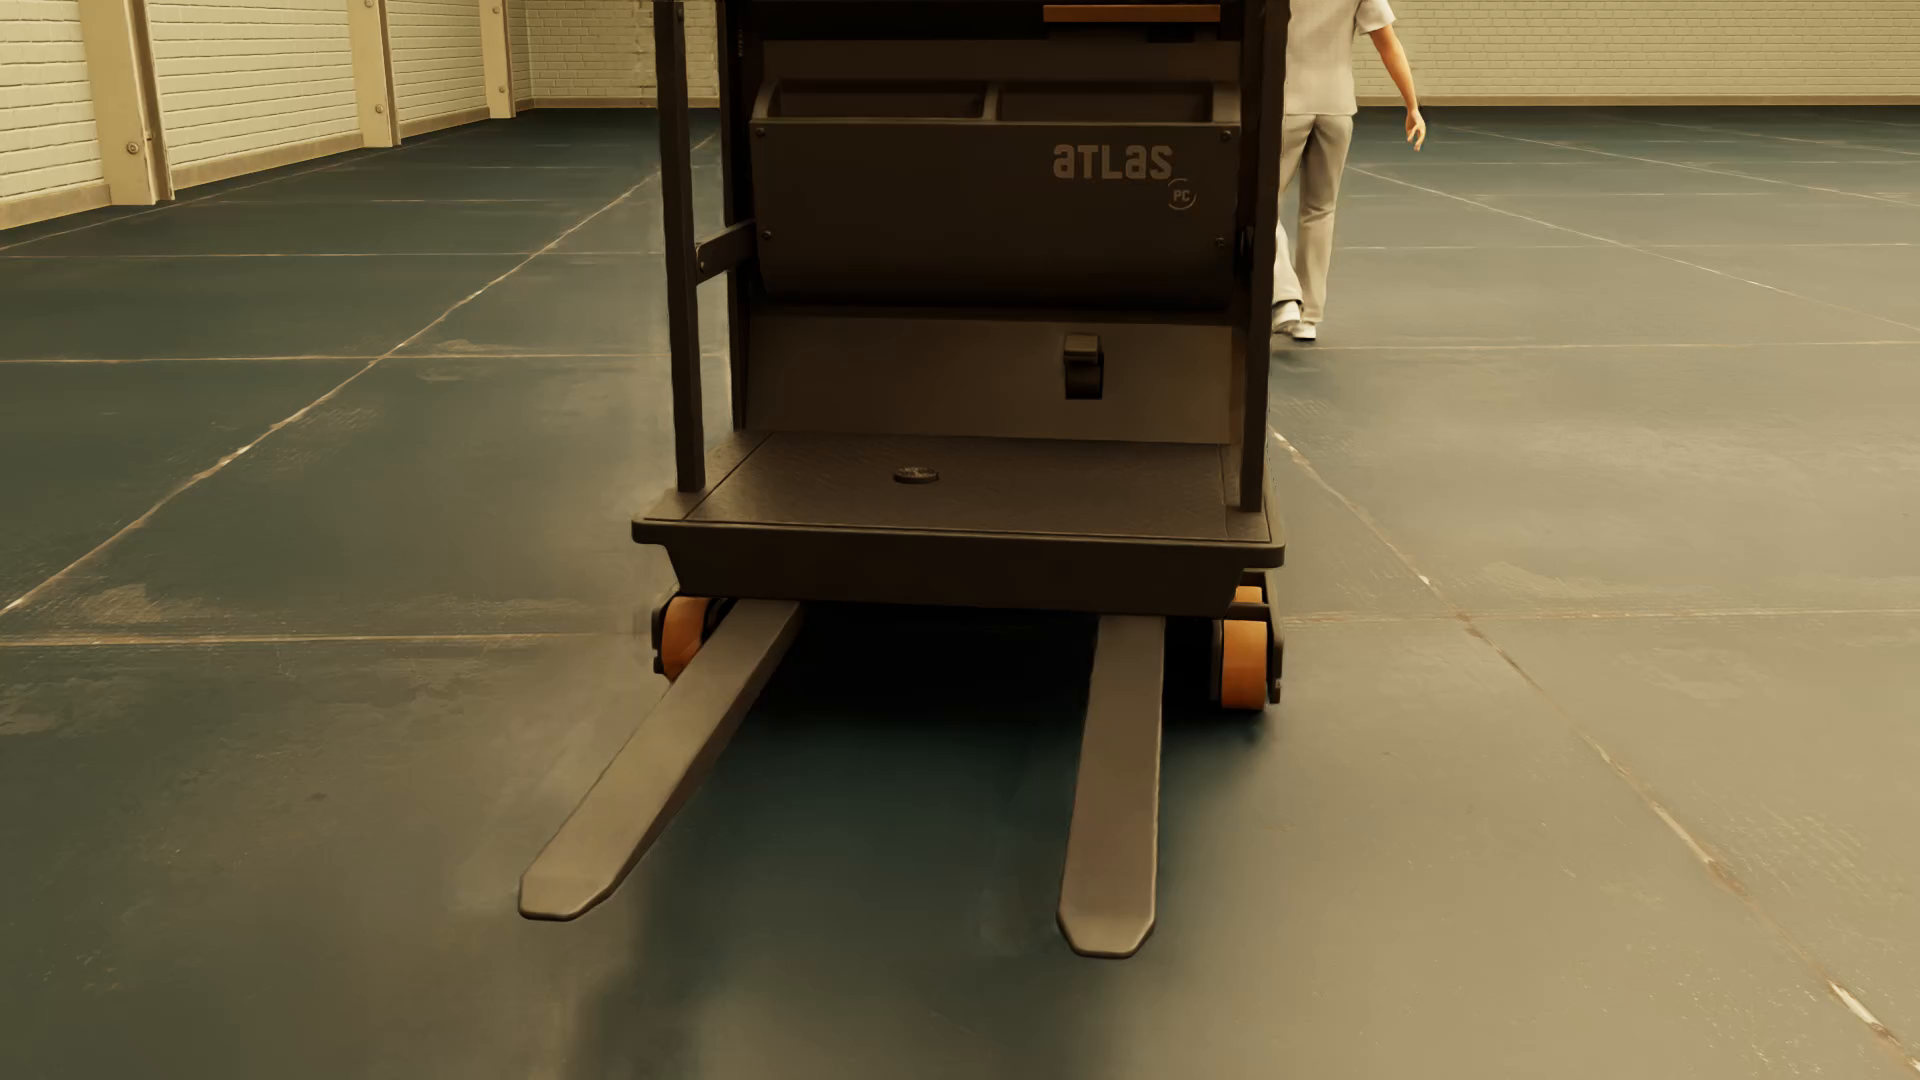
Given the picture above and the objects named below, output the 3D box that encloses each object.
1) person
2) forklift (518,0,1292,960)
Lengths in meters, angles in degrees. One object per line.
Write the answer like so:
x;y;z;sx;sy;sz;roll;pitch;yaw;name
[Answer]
1.299;-1.554;6.178;0.780;1.657;0.689;-1;17;-3;person
0.042;-1.206;2.850;1.130;2.935;3.031;2;17;7;forklift
